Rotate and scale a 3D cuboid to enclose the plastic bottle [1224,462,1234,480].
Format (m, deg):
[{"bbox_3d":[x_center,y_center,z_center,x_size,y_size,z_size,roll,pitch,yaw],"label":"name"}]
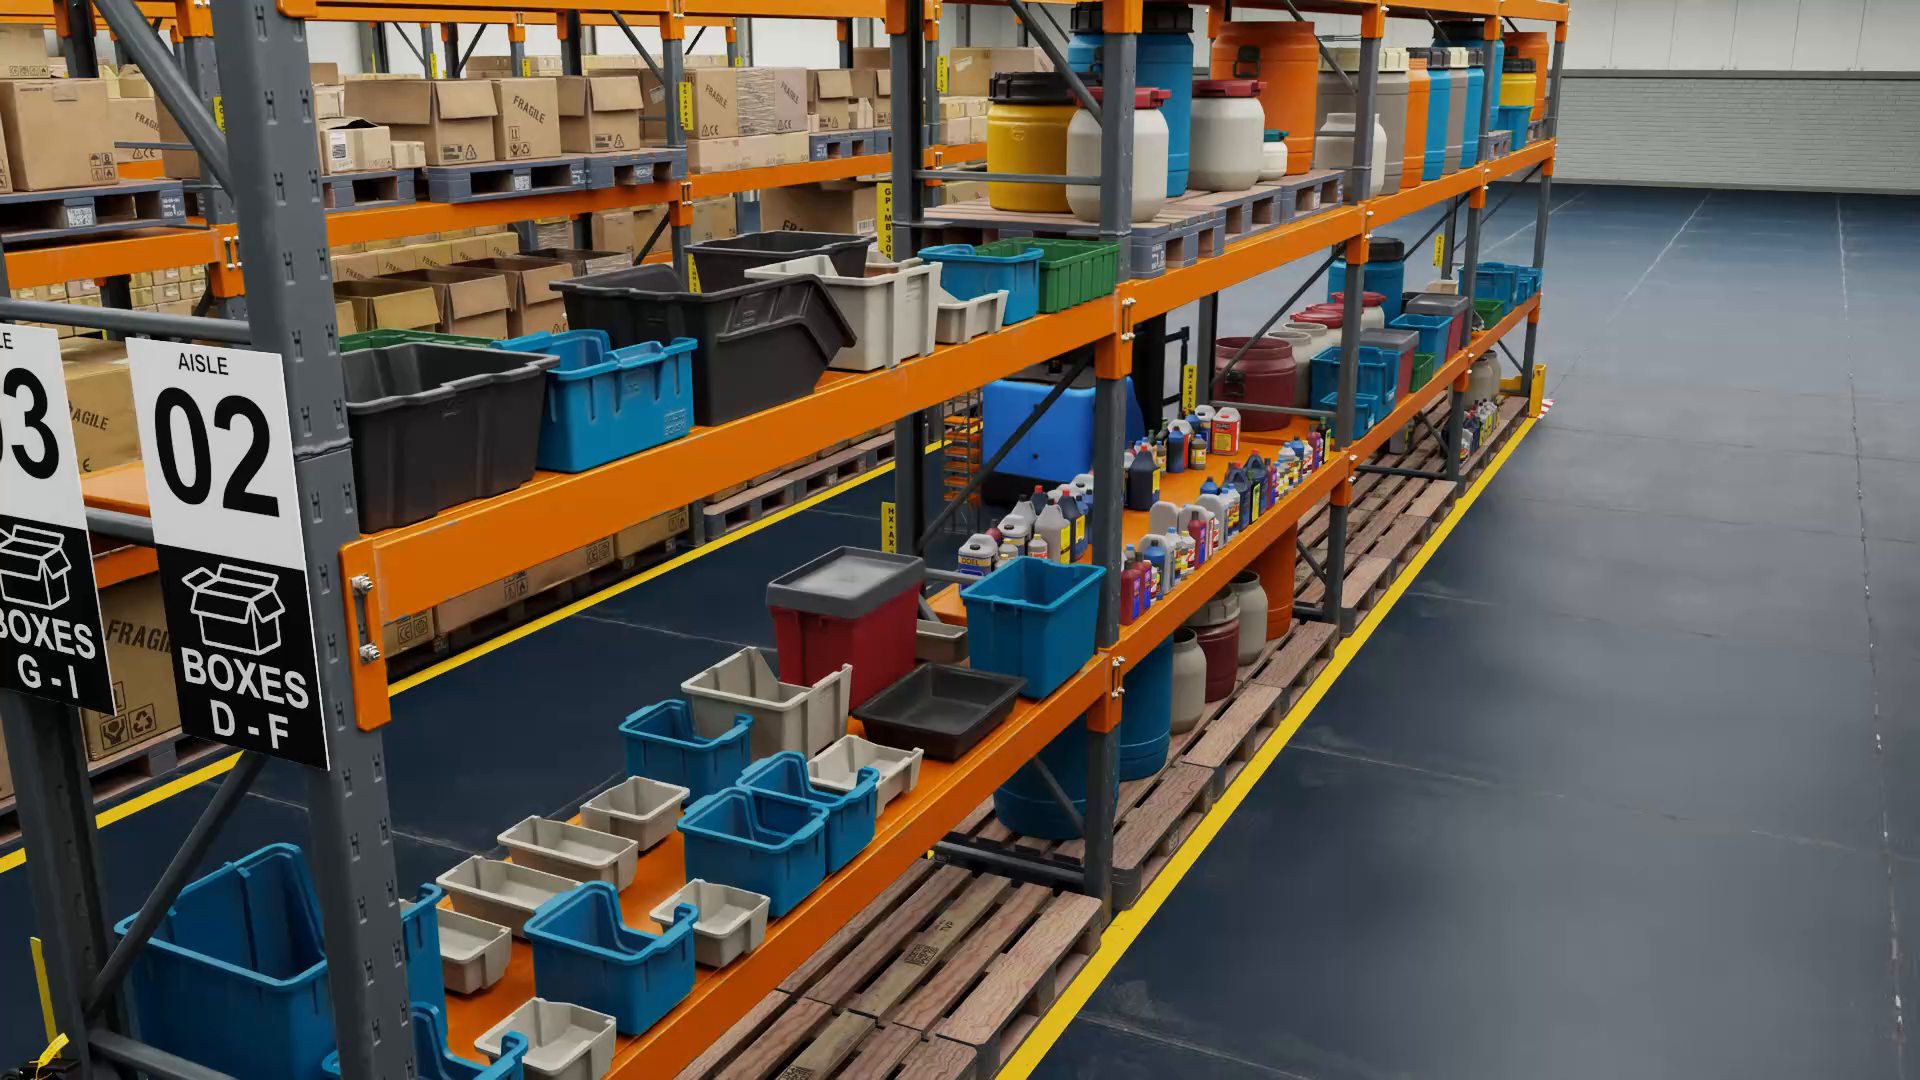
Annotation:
[{"bbox_3d":[1.460,-0.285,8.921,0.061,0.283,0.133,8,18,25],"label":"plastic bottle"}]

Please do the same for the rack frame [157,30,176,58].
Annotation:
[{"bbox_3d":[-12.183,-8.253,25.007,1.000,3.000,0.127,8,18,25],"label":"rack frame"}]

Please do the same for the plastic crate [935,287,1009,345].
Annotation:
[{"bbox_3d":[-0.034,-0.738,5.437,0.293,0.136,0.466,8,18,25],"label":"plastic crate"}]

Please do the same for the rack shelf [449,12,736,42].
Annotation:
[{"bbox_3d":[-4.161,-5.973,19.294,1.077,0.370,4.000,8,18,25],"label":"rack shelf"}]

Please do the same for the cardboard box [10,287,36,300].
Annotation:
[{"bbox_3d":[-7.347,-1.893,12.787,0.380,0.149,0.250,9,19,27],"label":"cardboard box"}]

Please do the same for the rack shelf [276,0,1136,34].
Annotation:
[{"bbox_3d":[-0.700,-1.629,4.670,1.077,0.370,4.000,8,18,25],"label":"rack shelf"}]

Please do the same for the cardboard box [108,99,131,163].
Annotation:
[{"bbox_3d":[-7.081,-3.284,13.369,0.500,0.500,0.500,8,18,25],"label":"cardboard box"}]

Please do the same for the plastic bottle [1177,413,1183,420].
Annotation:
[{"bbox_3d":[1.311,-0.615,10.032,0.061,0.283,0.133,8,18,25],"label":"plastic bottle"}]

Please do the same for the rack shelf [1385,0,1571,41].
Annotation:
[{"bbox_3d":[4.663,-4.686,14.961,1.077,0.370,4.000,8,18,25],"label":"rack shelf"}]

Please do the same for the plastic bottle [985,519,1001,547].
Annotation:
[{"bbox_3d":[0.144,0.050,7.791,0.061,0.283,0.133,8,18,25],"label":"plastic bottle"}]

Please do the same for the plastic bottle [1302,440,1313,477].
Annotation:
[{"bbox_3d":[2.011,-0.480,9.720,0.097,0.201,0.097,0,17,0],"label":"plastic bottle"}]

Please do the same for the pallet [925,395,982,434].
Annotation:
[{"bbox_3d":[-0.394,-1.306,17.051,1.003,0.211,1.213,8,18,25],"label":"pallet"}]

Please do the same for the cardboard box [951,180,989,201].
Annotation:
[{"bbox_3d":[-0.012,-3.347,16.570,0.500,0.500,0.500,8,18,25],"label":"cardboard box"}]

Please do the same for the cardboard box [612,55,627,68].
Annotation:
[{"bbox_3d":[-4.020,-5.447,18.954,0.380,0.149,0.250,8,18,25],"label":"cardboard box"}]

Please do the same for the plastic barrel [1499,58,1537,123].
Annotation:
[{"bbox_3d":[5.161,-4.279,15.826,0.600,0.588,0.600,0,17,0],"label":"plastic barrel"}]

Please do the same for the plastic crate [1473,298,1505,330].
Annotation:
[{"bbox_3d":[4.628,-2.045,15.014,0.450,0.188,0.662,8,18,25],"label":"plastic crate"}]

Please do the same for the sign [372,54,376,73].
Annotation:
[{"bbox_3d":[-8.226,-6.673,23.419,0.100,0.325,0.005,8,18,25],"label":"sign"}]

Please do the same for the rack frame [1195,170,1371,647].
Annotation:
[{"bbox_3d":[1.982,-0.818,10.511,1.000,3.000,0.127,8,18,25],"label":"rack frame"}]

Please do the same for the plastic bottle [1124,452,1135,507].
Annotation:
[{"bbox_3d":[0.879,-0.336,9.106,0.152,0.276,0.135,8,18,25],"label":"plastic bottle"}]

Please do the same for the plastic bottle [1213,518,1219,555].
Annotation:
[{"bbox_3d":[1.232,-0.035,8.224,0.097,0.201,0.097,0,17,0],"label":"plastic bottle"}]

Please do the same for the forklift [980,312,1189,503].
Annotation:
[{"bbox_3d":[1.408,-1.978,14.536,1.130,2.935,3.031,11,20,32],"label":"forklift"}]

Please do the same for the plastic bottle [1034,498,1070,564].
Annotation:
[{"bbox_3d":[0.441,-0.033,7.954,0.144,0.351,0.185,8,18,25],"label":"plastic bottle"}]

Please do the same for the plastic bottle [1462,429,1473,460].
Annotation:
[{"bbox_3d":[4.423,-0.853,14.641,0.152,0.276,0.135,9,19,27],"label":"plastic bottle"}]

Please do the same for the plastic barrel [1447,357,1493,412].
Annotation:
[{"bbox_3d":[5.107,-1.560,16.639,0.421,0.512,0.421,0,17,0],"label":"plastic barrel"}]

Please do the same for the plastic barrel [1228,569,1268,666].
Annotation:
[{"bbox_3d":[1.606,0.455,9.856,0.421,0.512,0.421,0,17,0],"label":"plastic barrel"}]

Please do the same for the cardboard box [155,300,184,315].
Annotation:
[{"bbox_3d":[-6.763,-1.939,13.987,0.380,0.149,0.250,8,18,25],"label":"cardboard box"}]

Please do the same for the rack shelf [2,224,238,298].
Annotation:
[{"bbox_3d":[-5.131,-1.013,7.162,1.077,0.370,4.000,8,18,25],"label":"rack shelf"}]

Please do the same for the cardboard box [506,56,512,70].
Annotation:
[{"bbox_3d":[-5.063,-5.271,18.362,0.380,0.149,0.250,8,18,25],"label":"cardboard box"}]

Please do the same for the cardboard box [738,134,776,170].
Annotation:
[{"bbox_3d":[-1.782,-3.032,12.961,0.500,0.250,0.500,9,19,27],"label":"cardboard box"}]

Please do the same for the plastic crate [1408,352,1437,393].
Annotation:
[{"bbox_3d":[3.243,-1.256,12.357,0.450,0.188,0.662,8,18,25],"label":"plastic crate"}]

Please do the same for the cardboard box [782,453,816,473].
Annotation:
[{"bbox_3d":[-1.684,-0.922,14.479,0.700,0.500,0.500,10,19,30],"label":"cardboard box"}]

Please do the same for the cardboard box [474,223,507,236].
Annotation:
[{"bbox_3d":[-5.271,-3.524,17.689,0.700,0.500,0.500,8,18,24],"label":"cardboard box"}]

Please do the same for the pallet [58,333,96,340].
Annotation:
[{"bbox_3d":[-7.689,-1.504,13.156,1.003,0.211,1.213,8,18,25],"label":"pallet"}]

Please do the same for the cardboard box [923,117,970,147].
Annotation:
[{"bbox_3d":[-0.232,-3.915,15.933,0.500,0.250,0.500,7,18,23],"label":"cardboard box"}]

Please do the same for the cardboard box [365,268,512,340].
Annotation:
[{"bbox_3d":[-3.378,-1.456,10.719,0.797,0.503,0.637,9,19,27],"label":"cardboard box"}]

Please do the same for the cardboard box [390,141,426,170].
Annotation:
[{"bbox_3d":[-3.437,-2.308,9.963,0.380,0.149,0.250,7,18,23],"label":"cardboard box"}]

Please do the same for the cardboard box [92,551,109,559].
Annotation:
[{"bbox_3d":[-4.425,0.007,8.174,0.380,0.149,0.250,8,19,26],"label":"cardboard box"}]

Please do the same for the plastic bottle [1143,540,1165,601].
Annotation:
[{"bbox_3d":[0.878,0.133,7.535,0.097,0.271,0.097,0,17,0],"label":"plastic bottle"}]

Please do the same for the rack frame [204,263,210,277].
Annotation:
[{"bbox_3d":[-6.842,-2.105,14.843,1.000,3.000,0.127,8,18,25],"label":"rack frame"}]

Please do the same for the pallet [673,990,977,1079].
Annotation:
[{"bbox_3d":[-0.644,2.042,5.780,1.003,0.211,1.213,8,18,25],"label":"pallet"}]

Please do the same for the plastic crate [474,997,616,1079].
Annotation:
[{"bbox_3d":[-0.971,1.225,3.989,0.250,0.136,0.298,8,18,25],"label":"plastic crate"}]

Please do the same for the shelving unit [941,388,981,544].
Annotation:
[{"bbox_3d":[0.006,-0.579,12.866,0.258,1.200,0.189,8,18,25],"label":"shelving unit"}]

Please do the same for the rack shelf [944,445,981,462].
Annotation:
[{"bbox_3d":[0.006,-0.651,12.844,0.258,0.103,0.180,8,18,25],"label":"rack shelf"}]

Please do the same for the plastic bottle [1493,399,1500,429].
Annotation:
[{"bbox_3d":[5.092,-1.209,15.825,0.061,0.283,0.133,9,19,27],"label":"plastic bottle"}]

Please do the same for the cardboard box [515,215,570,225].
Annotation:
[{"bbox_3d":[-4.859,-3.803,18.400,0.875,0.550,0.550,8,18,25],"label":"cardboard box"}]

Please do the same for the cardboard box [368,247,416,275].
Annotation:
[{"bbox_3d":[-5.724,-2.618,16.394,0.500,0.500,0.500,8,18,25],"label":"cardboard box"}]

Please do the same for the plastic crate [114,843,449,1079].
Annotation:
[{"bbox_3d":[-1.611,1.065,4.004,0.616,0.435,0.499,8,18,25],"label":"plastic crate"}]

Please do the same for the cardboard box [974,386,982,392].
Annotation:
[{"bbox_3d":[0.009,-1.882,17.745,0.500,0.500,0.500,6,18,20],"label":"cardboard box"}]

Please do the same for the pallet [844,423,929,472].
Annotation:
[{"bbox_3d":[-1.009,-0.932,15.791,1.003,0.211,1.213,8,18,25],"label":"pallet"}]

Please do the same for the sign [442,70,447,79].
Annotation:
[{"bbox_3d":[-5.551,-4.918,17.998,0.100,0.325,0.005,8,18,25],"label":"sign"}]
